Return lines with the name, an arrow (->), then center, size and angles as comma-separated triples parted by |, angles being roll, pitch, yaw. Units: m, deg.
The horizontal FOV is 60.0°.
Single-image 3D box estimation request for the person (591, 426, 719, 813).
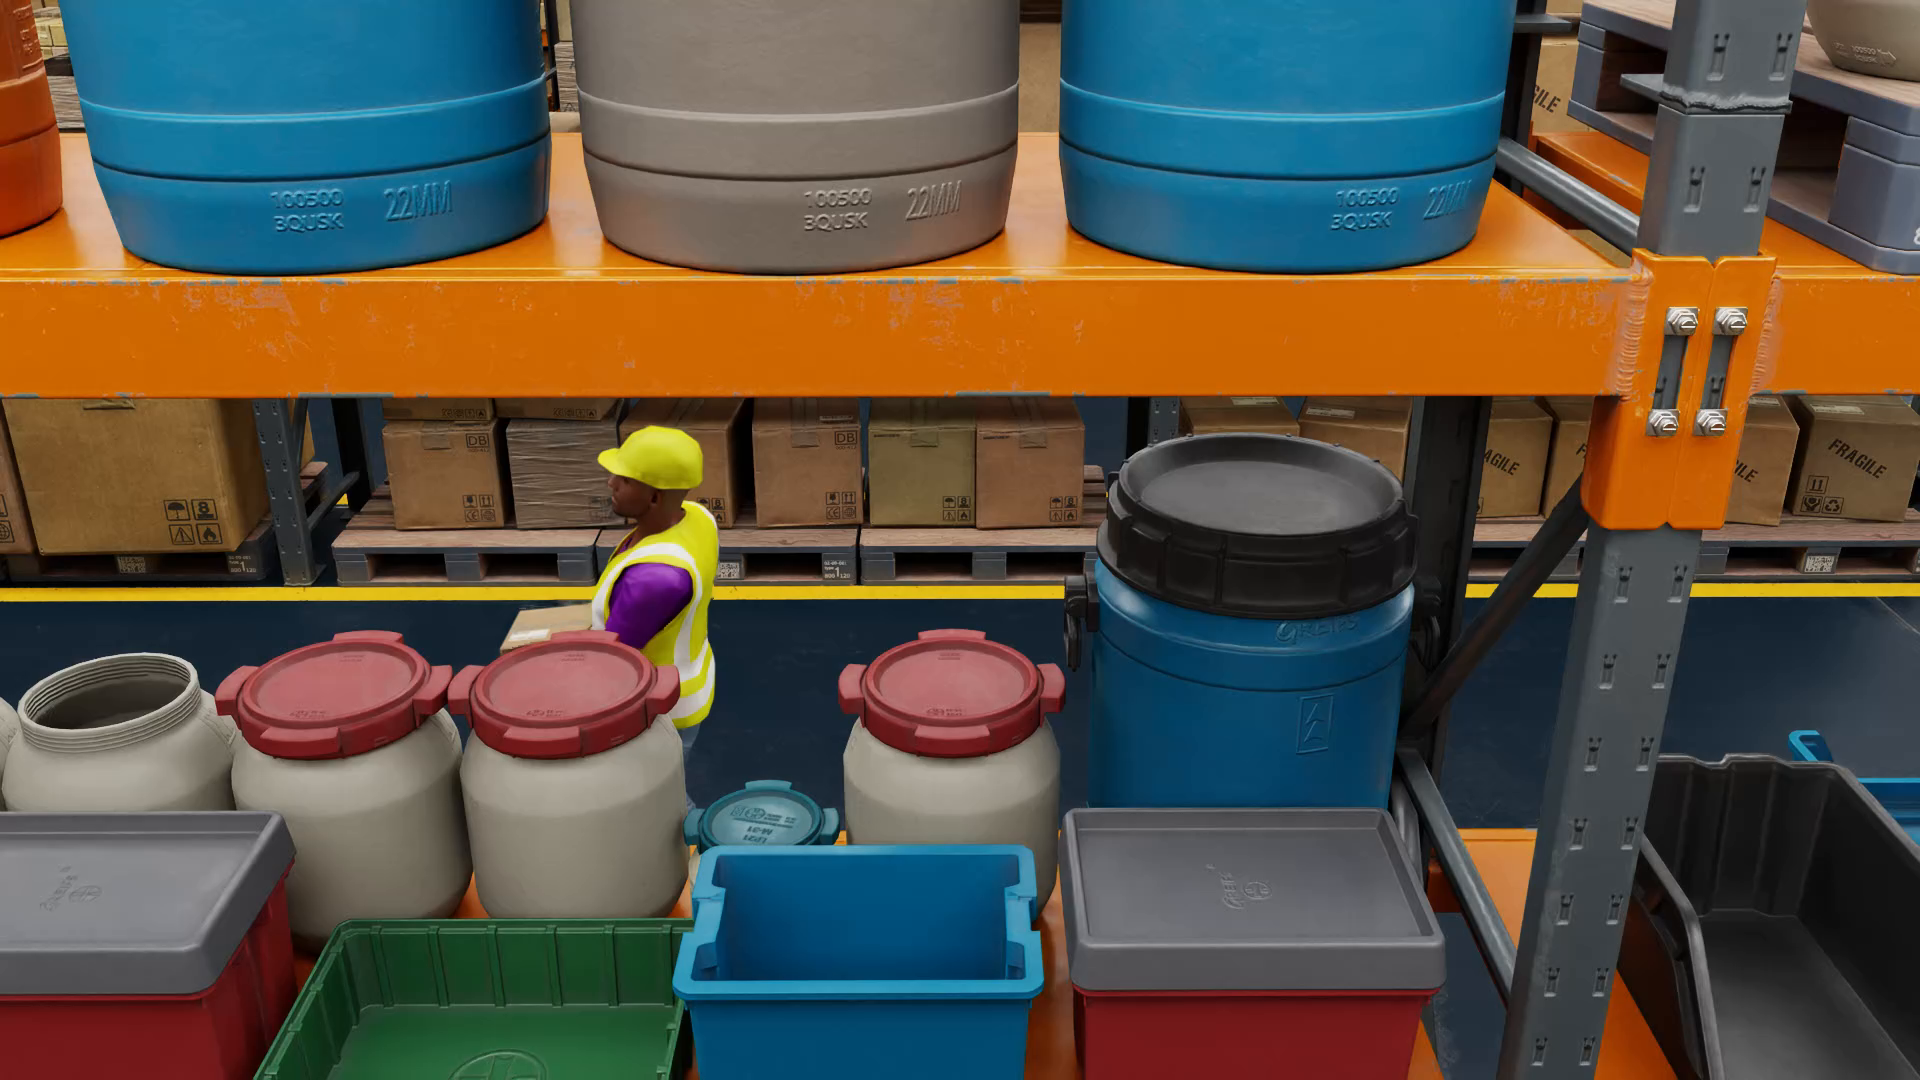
person -> -0.997, 0.491, 4.968 | 0.575, 1.767, 0.510 | 0, 24, -1
